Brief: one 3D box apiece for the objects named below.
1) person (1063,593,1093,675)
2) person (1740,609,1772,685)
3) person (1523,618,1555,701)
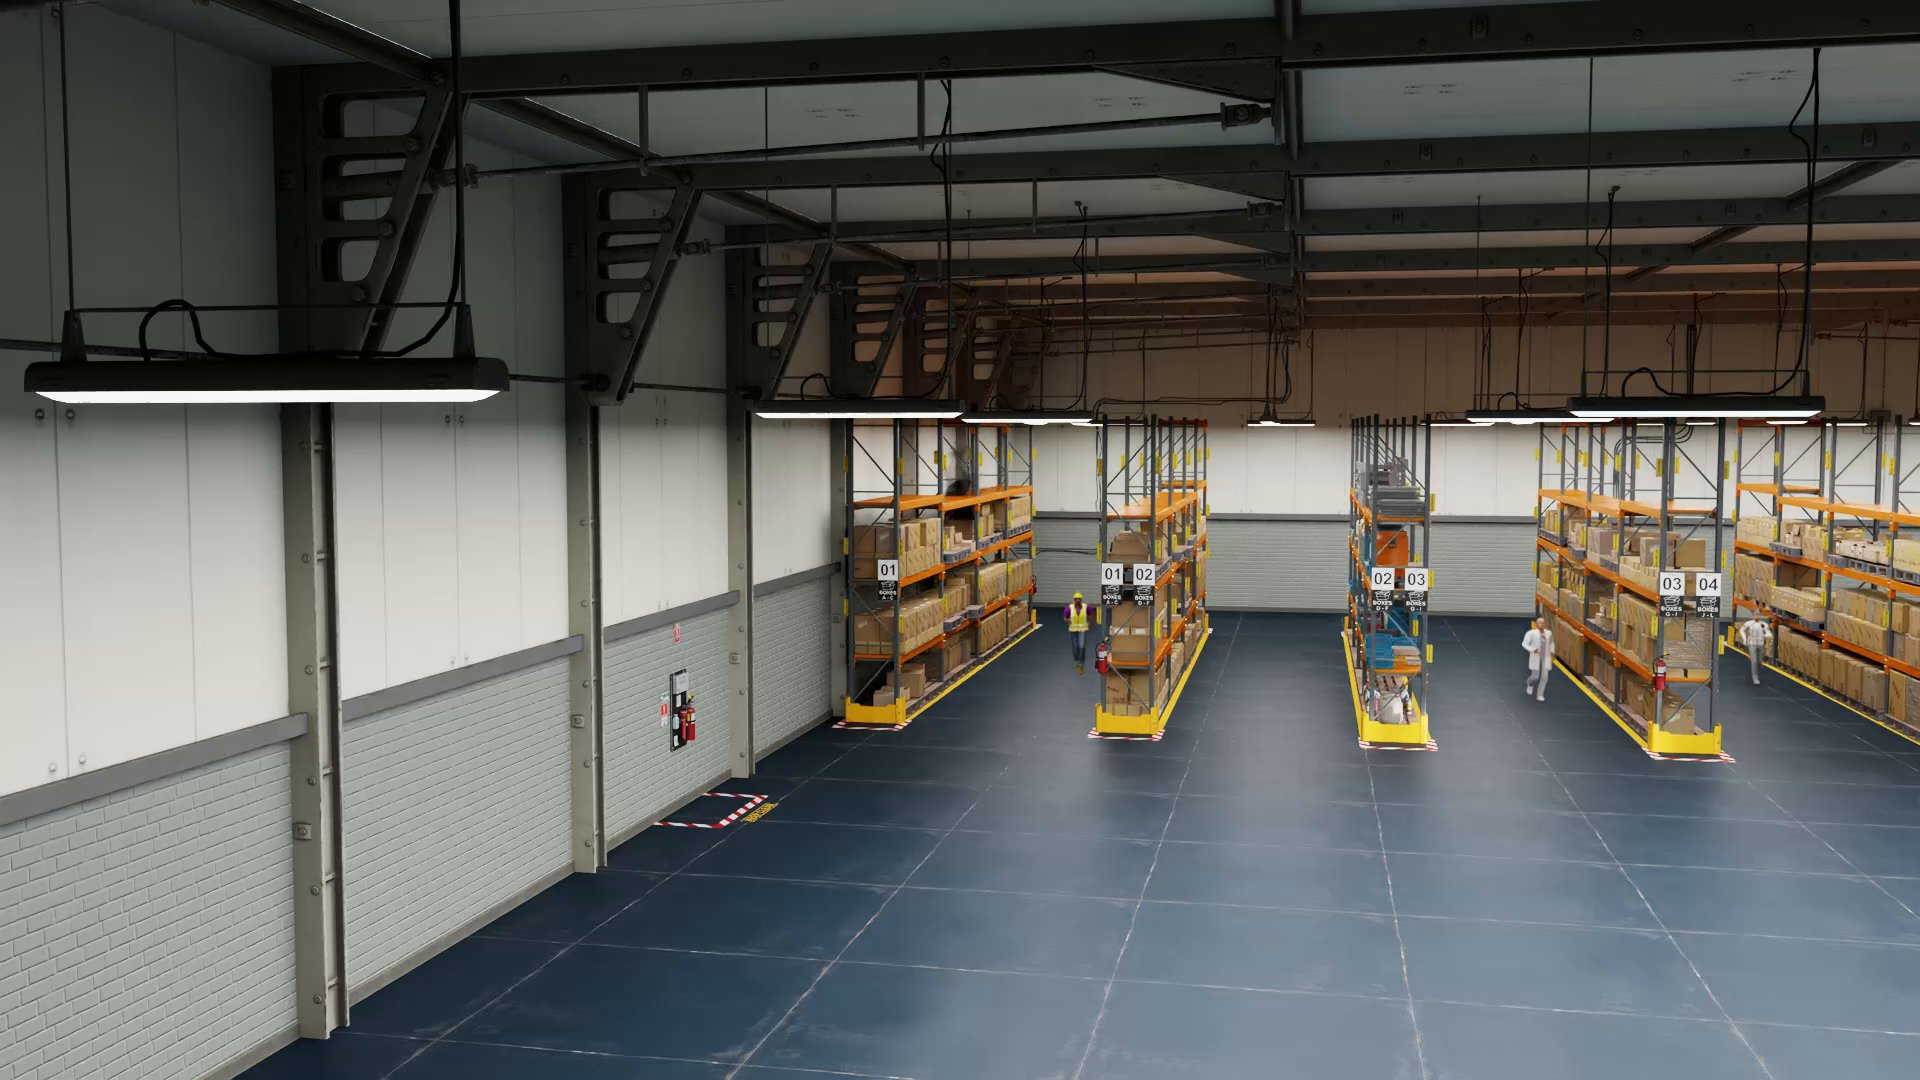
[{"bbox_3d":[2.634,2.074,37.291,0.630,1.810,0.821,1,4,12],"label":"person"},{"bbox_3d":[17.922,2.372,37.441,0.618,1.667,0.929,1,4,12],"label":"person"},{"bbox_3d":[12.237,2.511,35.137,0.709,1.737,0.757,0,4,-1],"label":"person"}]
